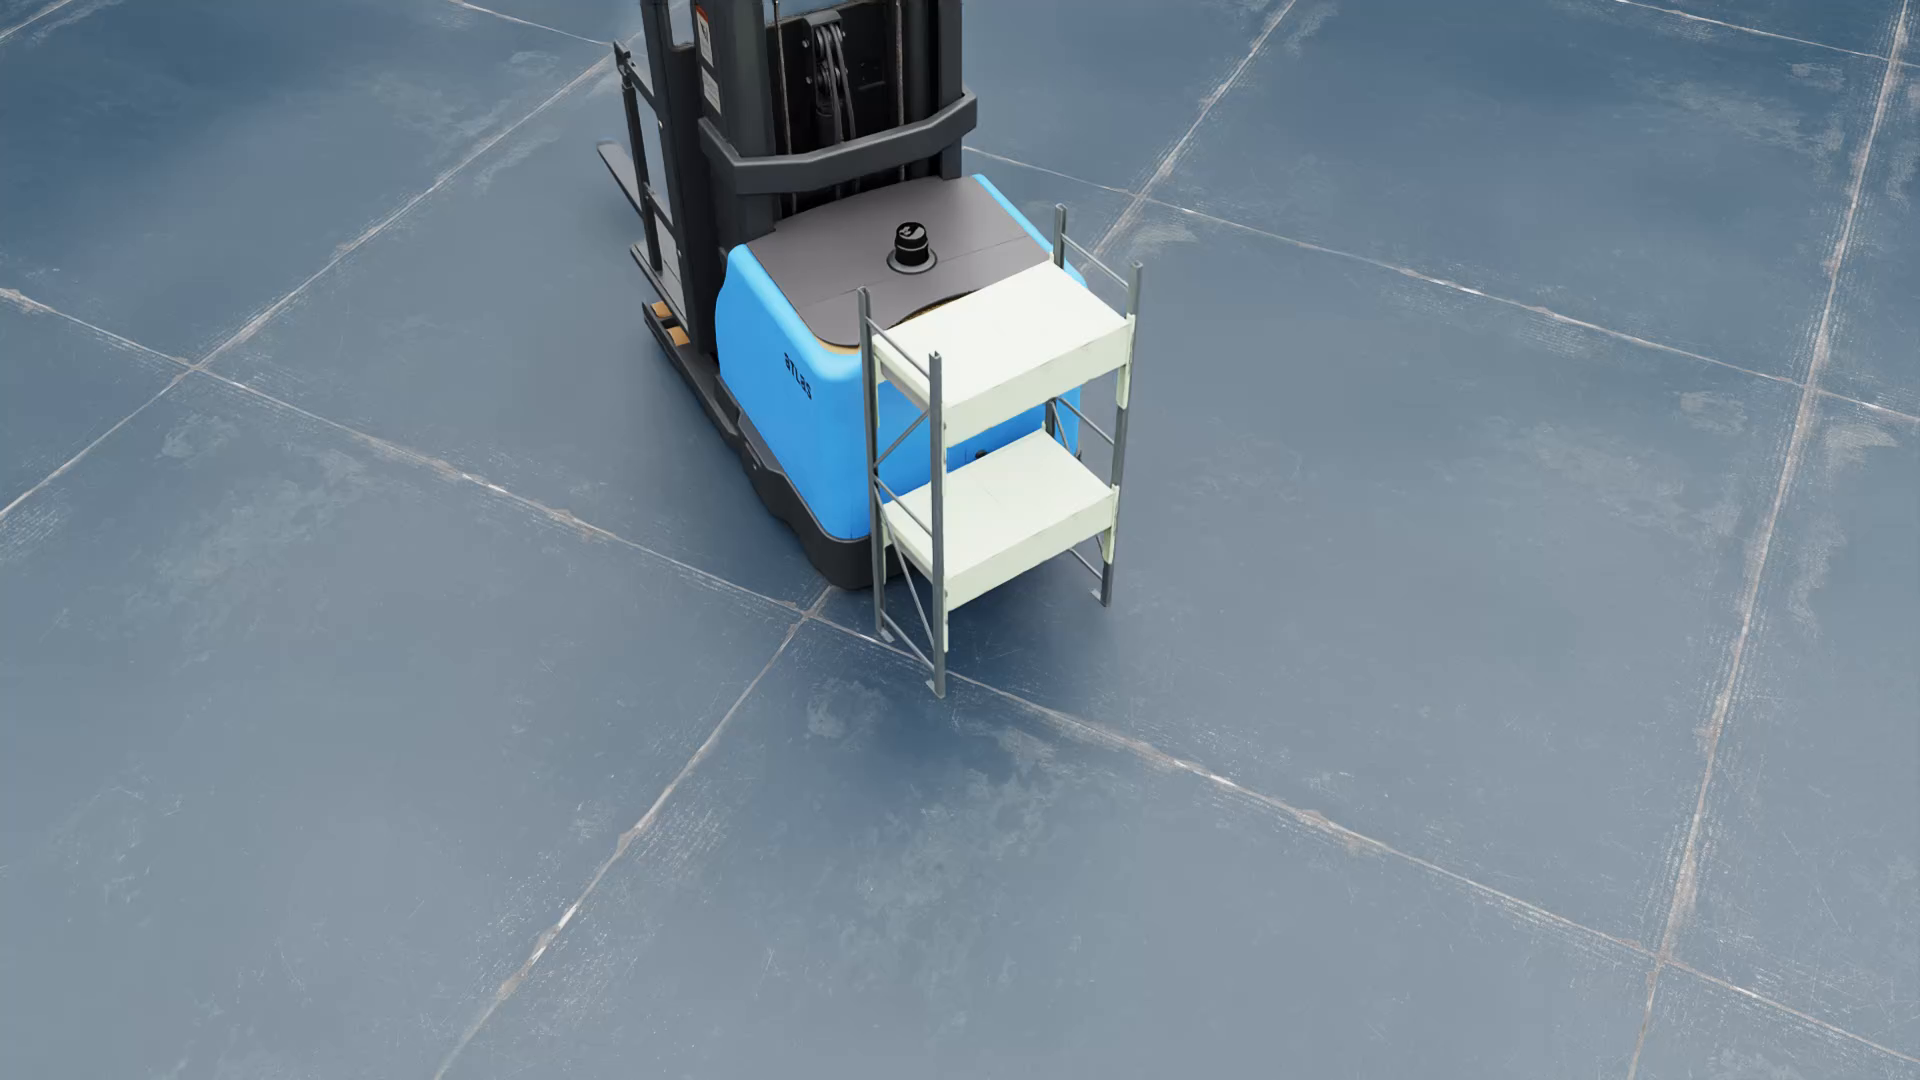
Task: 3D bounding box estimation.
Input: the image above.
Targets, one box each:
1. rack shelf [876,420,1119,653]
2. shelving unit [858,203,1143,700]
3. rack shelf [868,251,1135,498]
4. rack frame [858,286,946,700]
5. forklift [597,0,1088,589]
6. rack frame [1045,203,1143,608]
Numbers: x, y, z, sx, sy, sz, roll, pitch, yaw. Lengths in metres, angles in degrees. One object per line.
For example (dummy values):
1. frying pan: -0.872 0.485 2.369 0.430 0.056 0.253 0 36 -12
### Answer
1. rack shelf: 0.123 -0.021 5.675 0.720 0.370 0.431 -27 51 -24
2. shelving unit: 0.123 -0.250 5.443 0.755 1.500 0.431 -27 51 -24
3. rack shelf: 0.123 -0.525 5.165 0.720 0.370 0.431 -27 51 -24
4. rack frame: -0.175 -0.099 5.293 0.023 1.500 0.400 -27 51 -24
5. forklift: -0.689 -1.902 6.069 1.130 2.935 3.031 -21 49 -19
6. rack frame: 0.420 -0.402 5.592 0.023 1.500 0.400 -27 51 -24
